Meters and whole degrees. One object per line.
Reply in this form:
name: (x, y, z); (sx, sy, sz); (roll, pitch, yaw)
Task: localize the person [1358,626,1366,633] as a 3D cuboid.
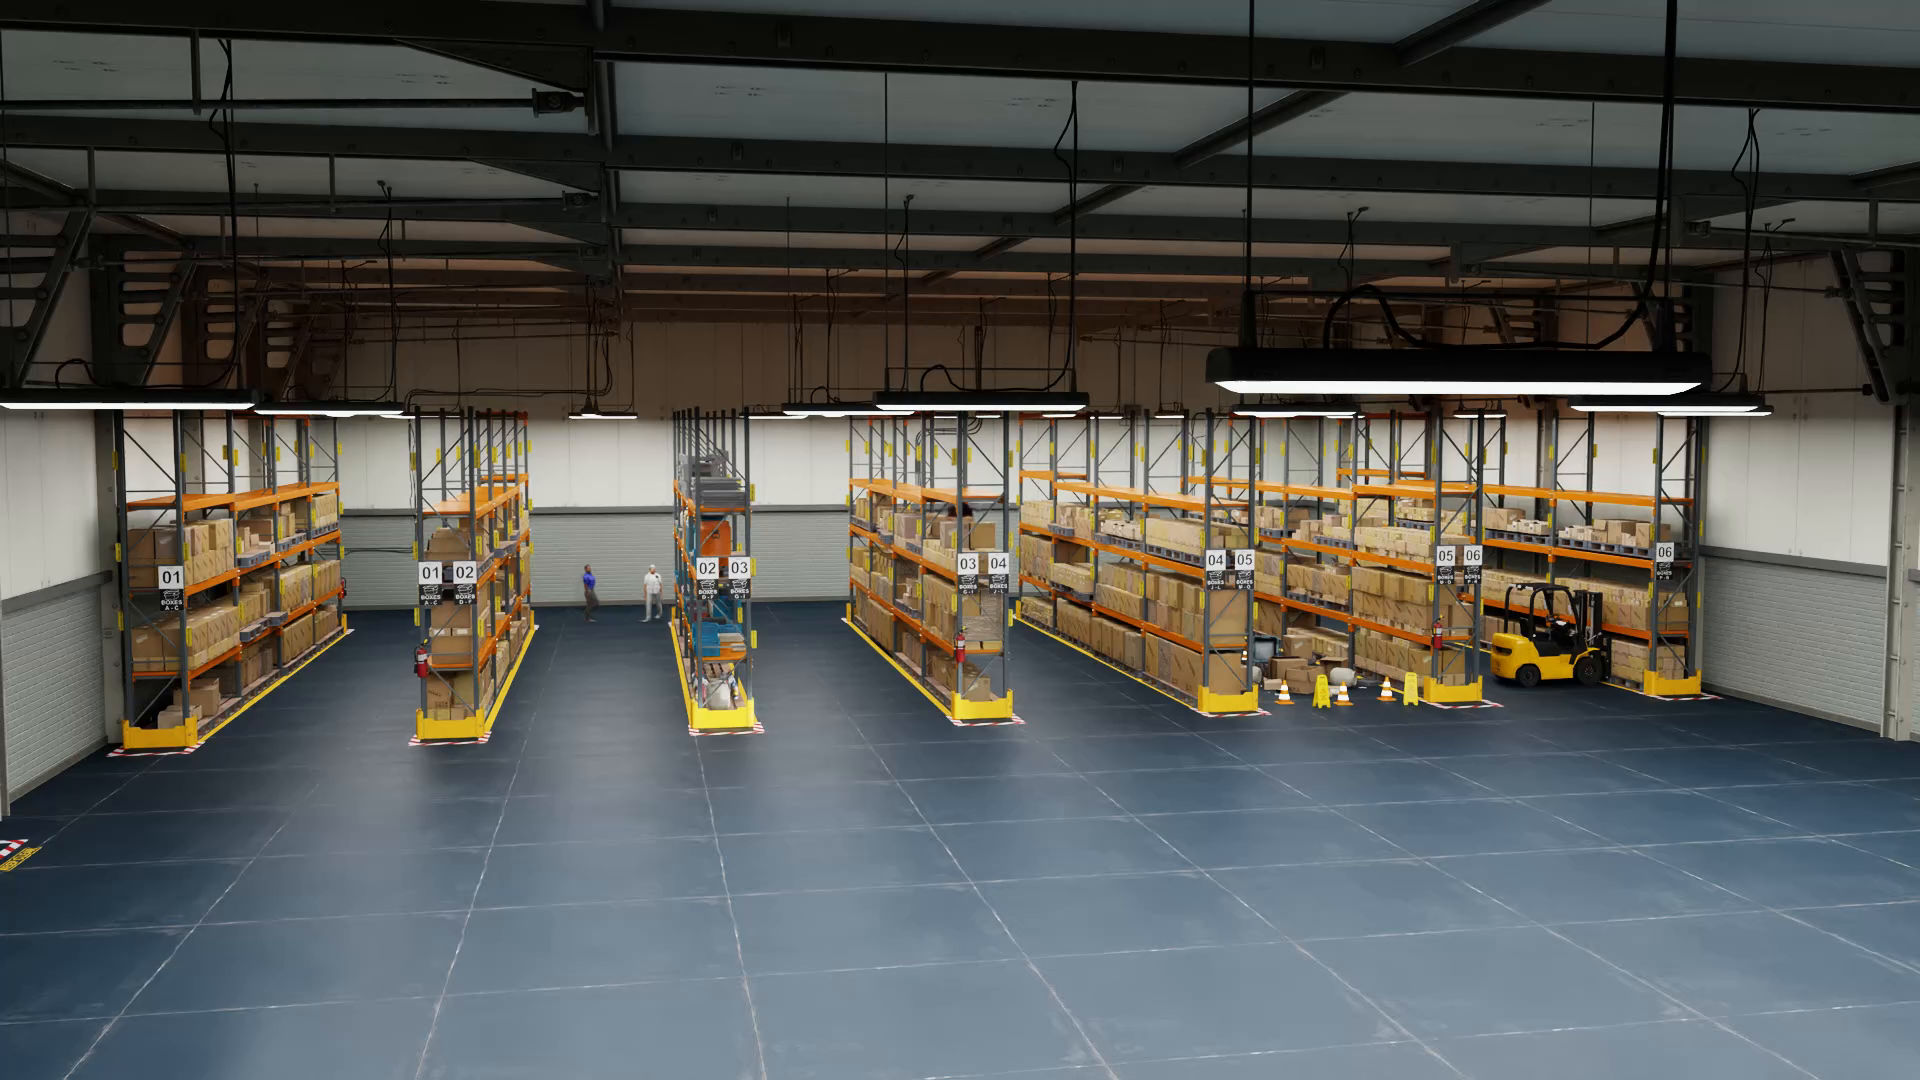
person: (10.509, 1.729, 43.729); (0.507, 1.786, 0.617); (0, 4, 5)

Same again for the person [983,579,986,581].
person: (0.518, 1.577, 46.818); (0.492, 1.625, 0.974); (-1, 4, -7)

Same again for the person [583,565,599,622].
person: (-10.525, 1.562, 47.362); (0.436, 1.589, 0.464); (0, 4, -1)

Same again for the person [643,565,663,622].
person: (-8.808, 1.512, 47.714); (0.552, 1.625, 0.955); (0, 4, -4)
